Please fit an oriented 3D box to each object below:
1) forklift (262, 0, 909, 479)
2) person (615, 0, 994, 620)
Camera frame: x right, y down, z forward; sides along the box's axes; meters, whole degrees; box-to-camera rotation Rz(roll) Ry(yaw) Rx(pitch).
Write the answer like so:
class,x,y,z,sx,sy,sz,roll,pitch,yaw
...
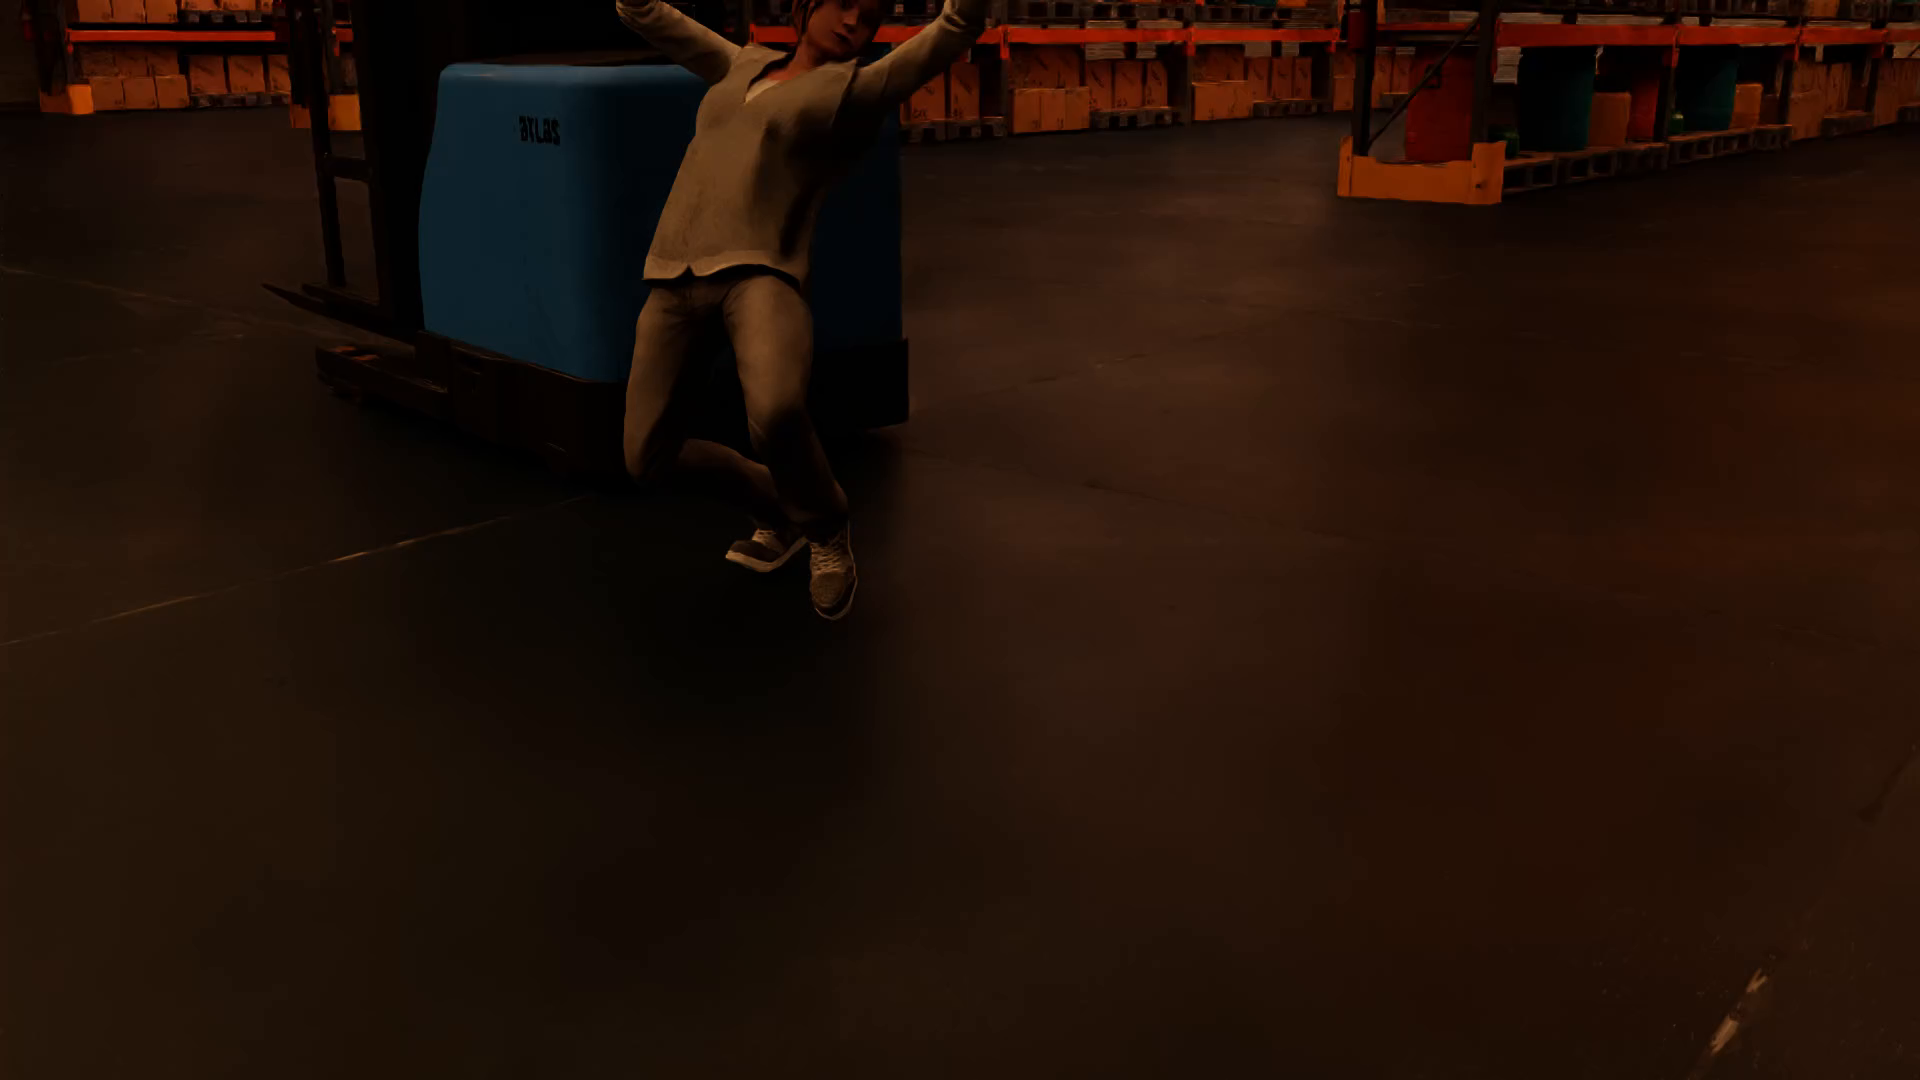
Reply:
class,x,y,z,sx,sy,sz,roll,pitch,yaw
forklift,-1.487,-1.923,5.230,1.130,2.935,3.031,-14,22,-38
person,-0.285,-0.586,3.291,0.897,1.507,0.701,9,19,28
